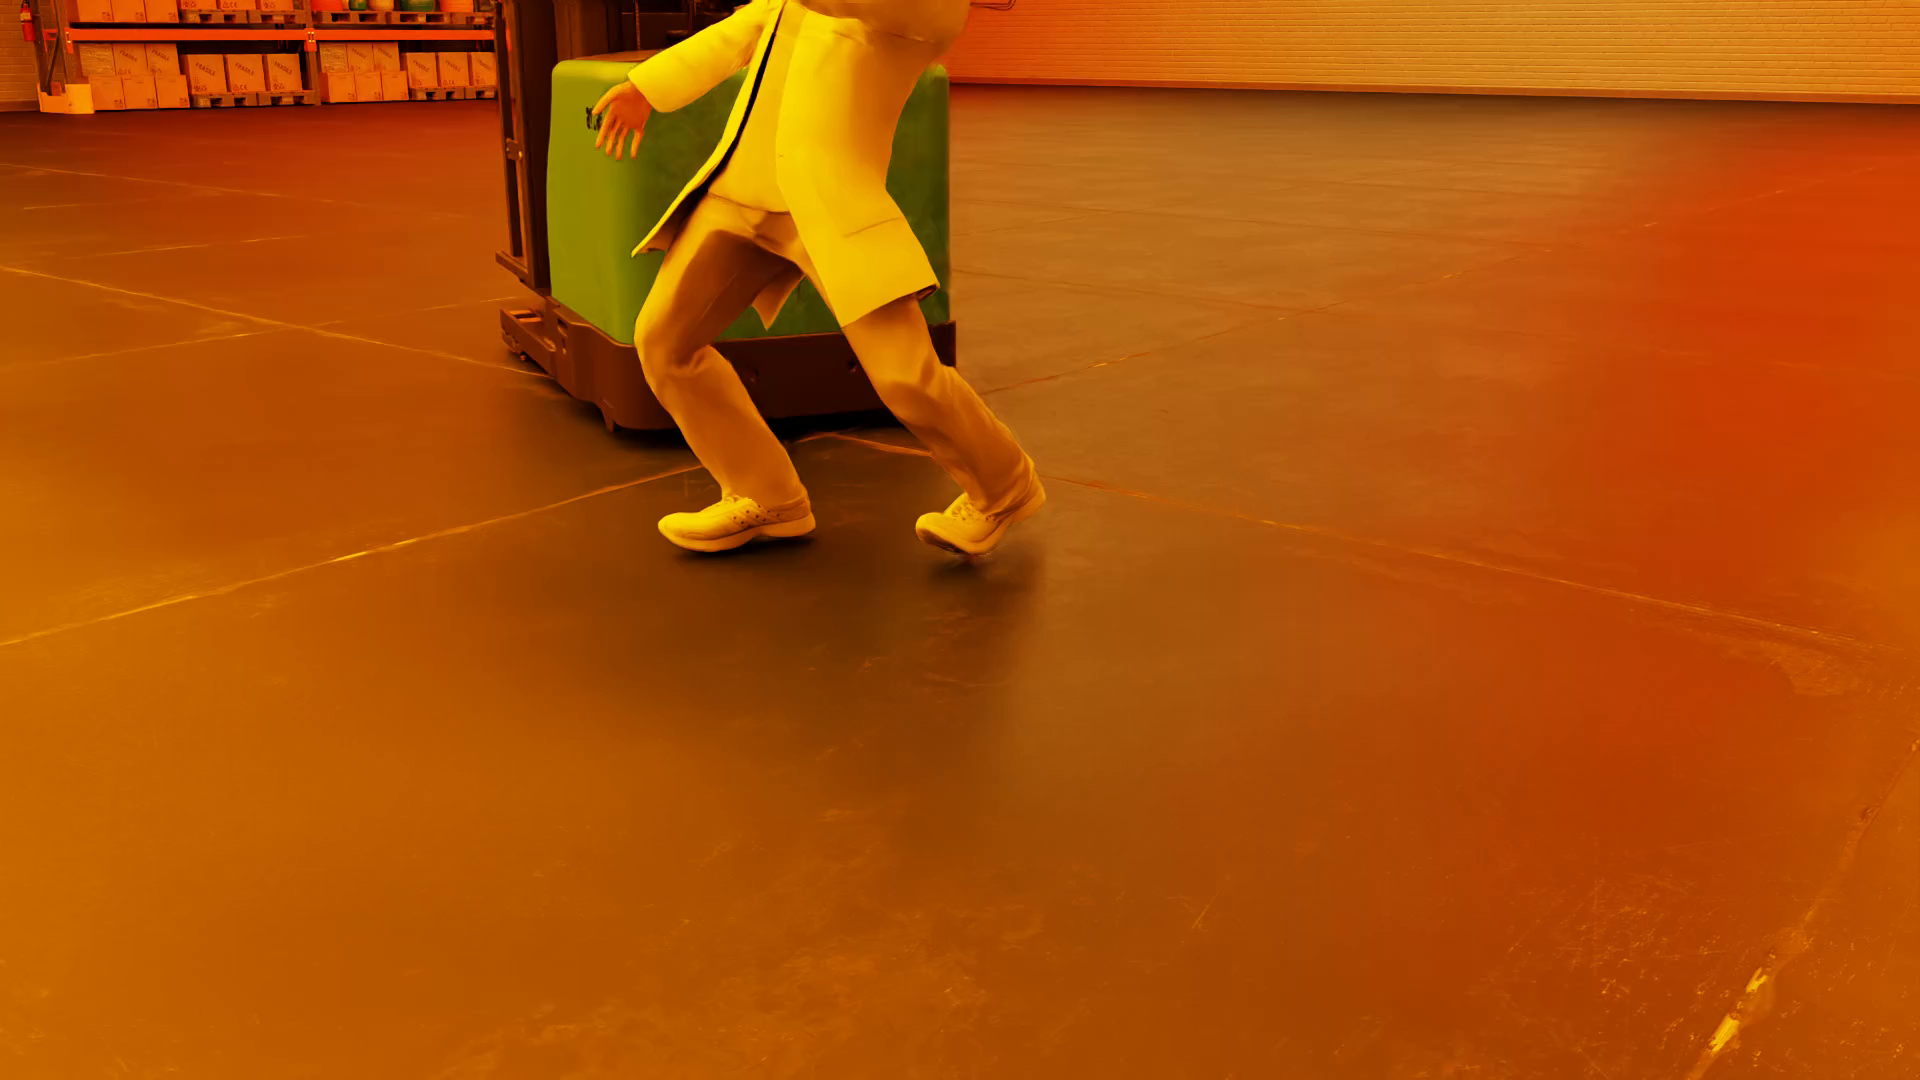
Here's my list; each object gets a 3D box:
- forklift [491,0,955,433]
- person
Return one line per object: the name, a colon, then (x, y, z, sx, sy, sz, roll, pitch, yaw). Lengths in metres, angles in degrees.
forklift: (-1.083, -2.099, 5.809, 1.130, 2.935, 3.031, -7, 18, -23)
person: (-0.413, -0.734, 3.614, 0.970, 1.570, 0.896, 13, 21, 36)
